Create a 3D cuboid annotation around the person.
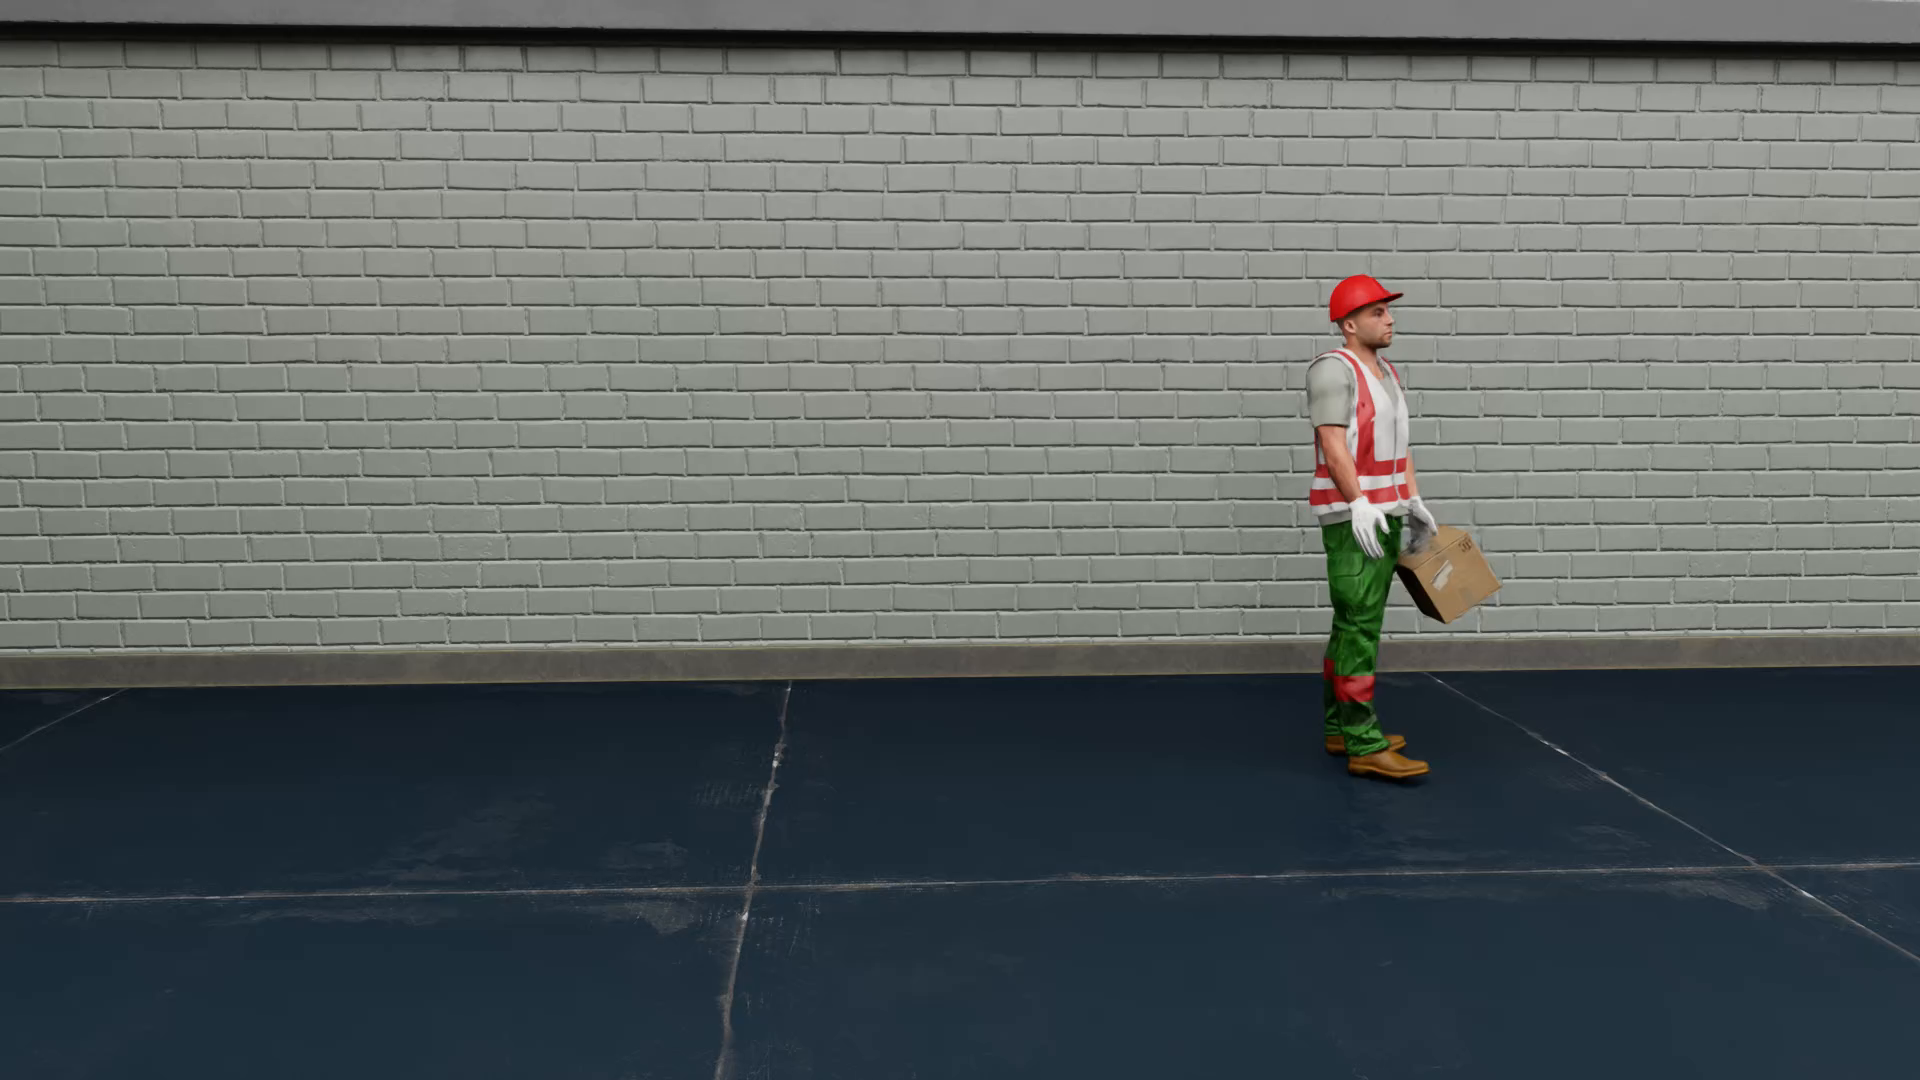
[{"bbox_3d":[1.548,-0.063,6.059,0.543,1.791,0.590,5,9,39],"label":"person"}]
